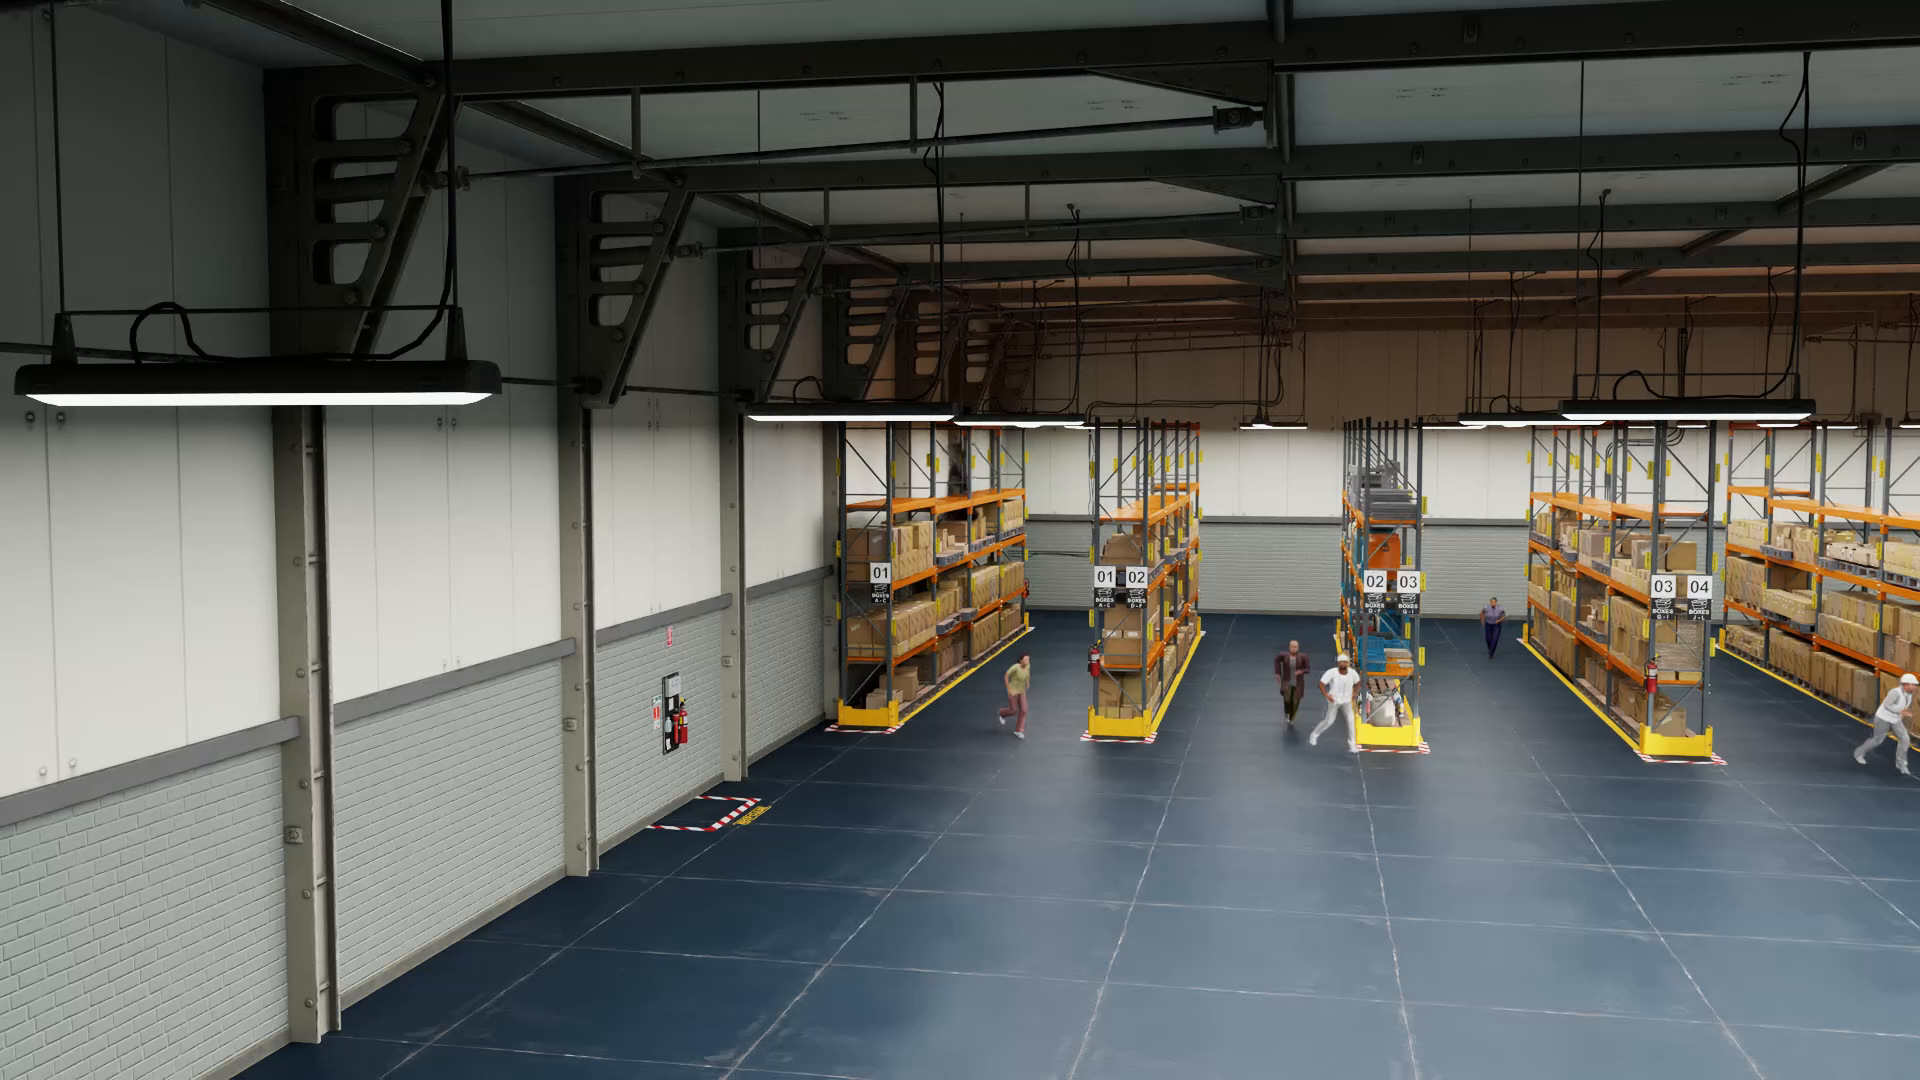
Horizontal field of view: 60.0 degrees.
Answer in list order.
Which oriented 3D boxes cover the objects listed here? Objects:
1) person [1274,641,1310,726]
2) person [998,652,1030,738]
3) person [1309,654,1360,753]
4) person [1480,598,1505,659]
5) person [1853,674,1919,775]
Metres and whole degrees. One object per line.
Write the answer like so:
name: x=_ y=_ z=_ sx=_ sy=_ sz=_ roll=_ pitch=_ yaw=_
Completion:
person: x=6.394 y=2.766 z=32.001 sx=0.658 sy=1.684 sz=0.827 roll=0 pitch=4 yaw=7
person: x=1.024 y=2.902 z=31.494 sx=0.583 sy=1.621 sz=0.878 roll=-3 pitch=5 yaw=-39
person: x=6.818 y=2.929 z=29.995 sx=0.915 sy=1.758 sz=0.744 roll=-1 pitch=4 yaw=-11
person: x=13.479 y=2.229 z=42.076 sx=0.597 sy=1.583 sz=0.694 roll=1 pitch=4 yaw=14
person: x=15.678 y=3.080 z=28.127 sx=0.701 sy=1.733 sz=1.042 roll=-3 pitch=4 yaw=-35
